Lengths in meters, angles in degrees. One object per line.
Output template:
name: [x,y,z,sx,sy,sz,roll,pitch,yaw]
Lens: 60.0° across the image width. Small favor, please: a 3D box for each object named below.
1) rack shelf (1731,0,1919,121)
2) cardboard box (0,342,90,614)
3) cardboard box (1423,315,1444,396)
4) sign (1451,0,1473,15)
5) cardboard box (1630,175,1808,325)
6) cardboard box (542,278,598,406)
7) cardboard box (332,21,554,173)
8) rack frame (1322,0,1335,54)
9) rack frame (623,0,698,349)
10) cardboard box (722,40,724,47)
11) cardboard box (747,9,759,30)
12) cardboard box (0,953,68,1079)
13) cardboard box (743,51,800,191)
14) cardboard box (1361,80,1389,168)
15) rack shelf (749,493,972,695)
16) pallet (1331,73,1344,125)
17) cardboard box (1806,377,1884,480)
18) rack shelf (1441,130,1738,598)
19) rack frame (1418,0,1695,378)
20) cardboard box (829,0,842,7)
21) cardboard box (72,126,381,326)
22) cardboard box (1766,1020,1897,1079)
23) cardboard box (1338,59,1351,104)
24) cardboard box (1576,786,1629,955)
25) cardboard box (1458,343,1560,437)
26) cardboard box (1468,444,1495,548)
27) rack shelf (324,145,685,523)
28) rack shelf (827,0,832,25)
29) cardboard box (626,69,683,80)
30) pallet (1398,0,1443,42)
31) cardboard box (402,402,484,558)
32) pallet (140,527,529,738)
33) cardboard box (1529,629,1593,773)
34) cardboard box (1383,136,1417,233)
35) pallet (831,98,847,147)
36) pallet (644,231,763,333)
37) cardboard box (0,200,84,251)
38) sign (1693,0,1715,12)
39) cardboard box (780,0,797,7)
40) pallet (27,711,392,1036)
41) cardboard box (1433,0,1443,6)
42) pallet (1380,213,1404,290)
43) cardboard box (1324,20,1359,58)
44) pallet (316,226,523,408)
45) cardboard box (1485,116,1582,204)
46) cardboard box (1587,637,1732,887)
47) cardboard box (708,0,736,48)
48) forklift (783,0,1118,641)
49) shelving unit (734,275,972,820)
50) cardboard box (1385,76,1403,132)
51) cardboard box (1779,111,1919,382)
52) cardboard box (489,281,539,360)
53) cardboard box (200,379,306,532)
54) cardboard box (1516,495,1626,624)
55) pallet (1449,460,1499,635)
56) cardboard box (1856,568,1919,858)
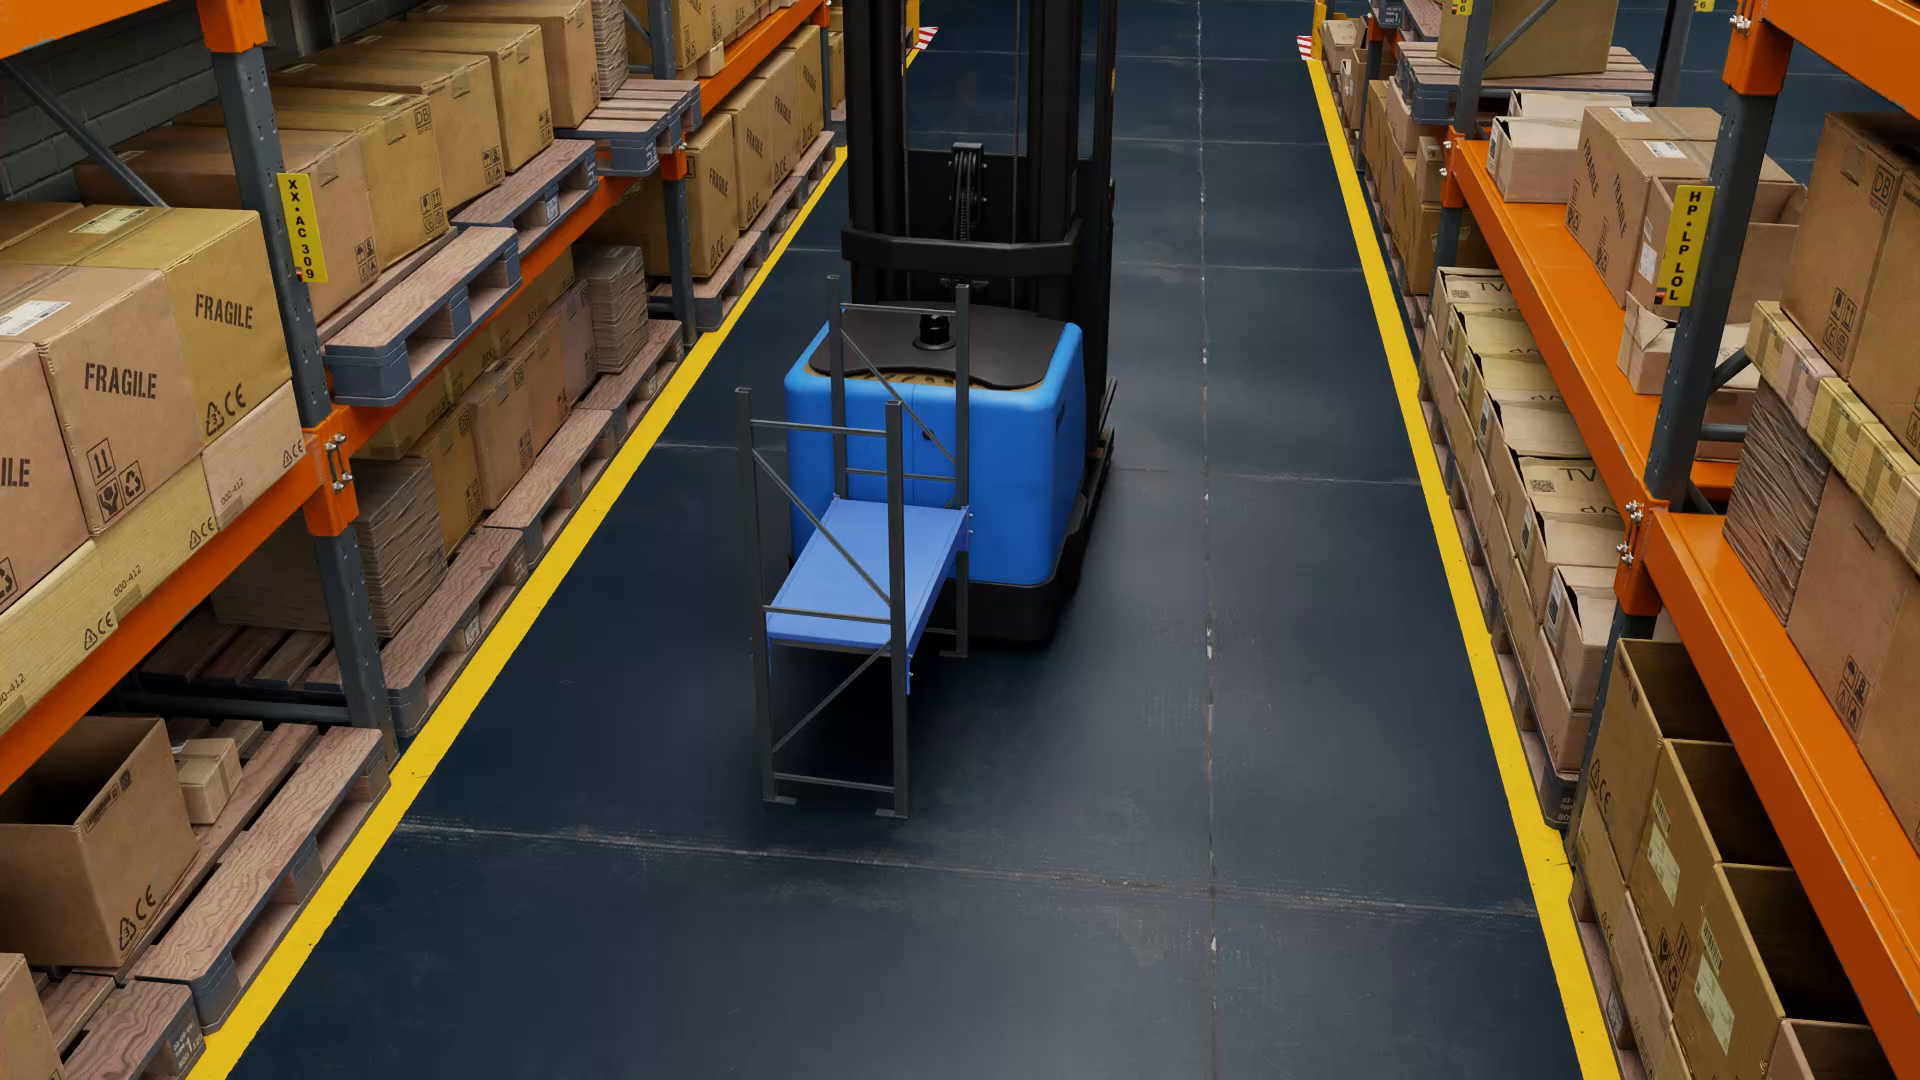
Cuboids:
rack shelf: [2.206,-0.334,2.303,1.077,0.370,4.000,3,28,6]
cardboard box: [-2.344,-0.118,3.653,0.500,0.500,0.500,3,28,5]
cardboard box: [2.586,-0.899,8.213,0.500,0.250,0.500,3,28,6]
sign: [2.402,-2.656,7.880,0.100,0.325,0.005,3,28,6]
cardboard box: [2.626,-0.924,5.697,0.500,0.500,0.500,5,29,10]
cardboard box: [-2.190,-0.956,8.033,0.700,0.500,0.500,3,28,6]
cardboard box: [-2.153,-1.868,6.986,0.700,0.500,0.500,3,28,6]
rack frame: [3.922,-5.920,15.076,1.000,3.000,0.127,3,28,6]
rack frame: [-1.975,-2.440,8.617,1.000,3.000,0.127,3,28,6]
cardboard box: [-1.617,-2.967,9.838,0.380,0.149,0.250,4,29,7]
cardboard box: [-1.489,-3.326,10.505,0.380,0.149,0.250,4,29,8]
cardboard box: [-2.572,1.301,3.844,0.700,0.500,0.500,2,28,3]
cardboard box: [-1.542,-2.830,11.163,0.750,0.750,0.750,4,29,8]
cardboard box: [3.131,-2.917,11.673,0.500,0.500,0.500,2,28,4]
rack shelf: [-0.316,0.161,5.749,0.538,0.185,1.000,5,29,10]
pallet: [3.664,-3.708,13.911,1.003,0.211,1.213,3,28,6]
cardboard box: [2.166,-0.246,3.755,0.380,0.149,0.250,3,28,5]
rack shelf: [2.697,-0.896,6.509,1.077,0.370,4.000,3,28,6]
rack frame: [2.942,-2.154,8.086,1.000,3.000,0.127,3,28,6]
cardboard box: [-1.005,-4.436,13.829,0.380,0.149,0.250,3,28,5]
cardboard box: [-2.369,-1.033,5.435,0.700,0.500,0.500,3,29,6]
cardboard box: [1.902,1.330,3.284,0.500,0.500,0.500,3,28,6]
cardboard box: [3.312,-3.685,13.298,0.500,0.311,0.500,3,28,6]
cardboard box: [2.094,0.955,4.771,0.500,0.250,0.500,3,28,6]
cardboard box: [2.465,-0.658,7.174,0.500,0.311,0.500,3,28,5]
cardboard box: [2.404,-0.176,6.870,0.500,0.250,0.500,4,29,7]
rack shelf: [-2.220,-1.182,7.040,1.077,0.370,4.000,3,28,6]
rack shelf: [-1.240,-4.948,14.030,1.077,0.370,4.000,3,28,6]
cardboard box: [-1.705,-2.480,8.935,0.380,0.149,0.250,3,28,5]
pallet: [3.175,-2.985,9.831,1.003,0.211,1.213,3,28,6]
cardboard box: [-2.378,-0.244,6.712,0.700,0.500,0.500,3,28,5]
pallet: [-2.371,0.304,6.464,1.003,0.211,1.213,3,28,6]
cardboard box: [2.215,0.542,5.537,0.500,0.250,0.500,3,28,6]
cardboard box: [2.945,-2.192,10.328,0.500,0.500,0.500,2,28,4]
pallet: [-1.314,-3.449,13.429,1.003,0.211,1.213,3,28,6]
pallet: [-1.804,-1.579,9.959,1.003,0.211,1.213,3,28,6]
cardboard box: [-2.730,-0.621,4.587,0.500,0.500,0.500,3,28,5]
sign: [3.493,-2.633,7.754,0.100,0.325,0.005,3,28,6]
cardboard box: [-1.304,-3.679,11.159,0.380,0.149,0.250,3,28,6]
pallet: [-2.513,0.988,5.193,1.003,0.211,1.213,3,28,6]
cardboard box: [3.276,-3.431,9.907,0.700,0.500,0.500,-4,29,-7]
pallet: [3.223,-1.848,10.459,1.003,0.211,1.213,3,28,6]
cardboard box: [3.512,-4.428,14.742,0.500,0.250,0.500,3,28,6]
pallet: [-2.227,-0.824,5.820,1.003,0.211,1.213,3,28,6]
cardboard box: [2.640,-1.705,7.347,0.500,0.311,0.500,3,28,6]
cardboard box: [2.084,0.624,4.594,0.500,0.500,0.500,3,28,6]
cardboard box: [-1.588,-3.084,9.371,0.500,0.500,0.500,4,29,8]
forklift: [0.124,-1.583,7.098,1.130,2.935,3.031,5,29,10]
shelving unit: [-0.316,0.003,5.664,0.538,1.500,1.048,5,29,10]
cardboard box: [3.008,-2.776,10.622,0.500,0.250,0.500,3,29,6]
cardboard box: [2.403,-0.677,3.871,0.700,0.500,0.500,3,29,6]
cardboard box: [-2.202,-1.015,7.352,0.500,0.250,0.500,3,28,6]
cardboard box: [-2.223,-0.260,4.706,0.500,0.250,0.500,3,29,6]
cardboard box: [2.274,0.055,5.851,0.500,0.311,0.500,4,29,8]
pallet: [2.650,0.031,6.969,1.003,0.211,1.213,3,28,6]
cardboard box: [2.280,0.378,3.279,0.700,0.500,0.500,4,29,7]
